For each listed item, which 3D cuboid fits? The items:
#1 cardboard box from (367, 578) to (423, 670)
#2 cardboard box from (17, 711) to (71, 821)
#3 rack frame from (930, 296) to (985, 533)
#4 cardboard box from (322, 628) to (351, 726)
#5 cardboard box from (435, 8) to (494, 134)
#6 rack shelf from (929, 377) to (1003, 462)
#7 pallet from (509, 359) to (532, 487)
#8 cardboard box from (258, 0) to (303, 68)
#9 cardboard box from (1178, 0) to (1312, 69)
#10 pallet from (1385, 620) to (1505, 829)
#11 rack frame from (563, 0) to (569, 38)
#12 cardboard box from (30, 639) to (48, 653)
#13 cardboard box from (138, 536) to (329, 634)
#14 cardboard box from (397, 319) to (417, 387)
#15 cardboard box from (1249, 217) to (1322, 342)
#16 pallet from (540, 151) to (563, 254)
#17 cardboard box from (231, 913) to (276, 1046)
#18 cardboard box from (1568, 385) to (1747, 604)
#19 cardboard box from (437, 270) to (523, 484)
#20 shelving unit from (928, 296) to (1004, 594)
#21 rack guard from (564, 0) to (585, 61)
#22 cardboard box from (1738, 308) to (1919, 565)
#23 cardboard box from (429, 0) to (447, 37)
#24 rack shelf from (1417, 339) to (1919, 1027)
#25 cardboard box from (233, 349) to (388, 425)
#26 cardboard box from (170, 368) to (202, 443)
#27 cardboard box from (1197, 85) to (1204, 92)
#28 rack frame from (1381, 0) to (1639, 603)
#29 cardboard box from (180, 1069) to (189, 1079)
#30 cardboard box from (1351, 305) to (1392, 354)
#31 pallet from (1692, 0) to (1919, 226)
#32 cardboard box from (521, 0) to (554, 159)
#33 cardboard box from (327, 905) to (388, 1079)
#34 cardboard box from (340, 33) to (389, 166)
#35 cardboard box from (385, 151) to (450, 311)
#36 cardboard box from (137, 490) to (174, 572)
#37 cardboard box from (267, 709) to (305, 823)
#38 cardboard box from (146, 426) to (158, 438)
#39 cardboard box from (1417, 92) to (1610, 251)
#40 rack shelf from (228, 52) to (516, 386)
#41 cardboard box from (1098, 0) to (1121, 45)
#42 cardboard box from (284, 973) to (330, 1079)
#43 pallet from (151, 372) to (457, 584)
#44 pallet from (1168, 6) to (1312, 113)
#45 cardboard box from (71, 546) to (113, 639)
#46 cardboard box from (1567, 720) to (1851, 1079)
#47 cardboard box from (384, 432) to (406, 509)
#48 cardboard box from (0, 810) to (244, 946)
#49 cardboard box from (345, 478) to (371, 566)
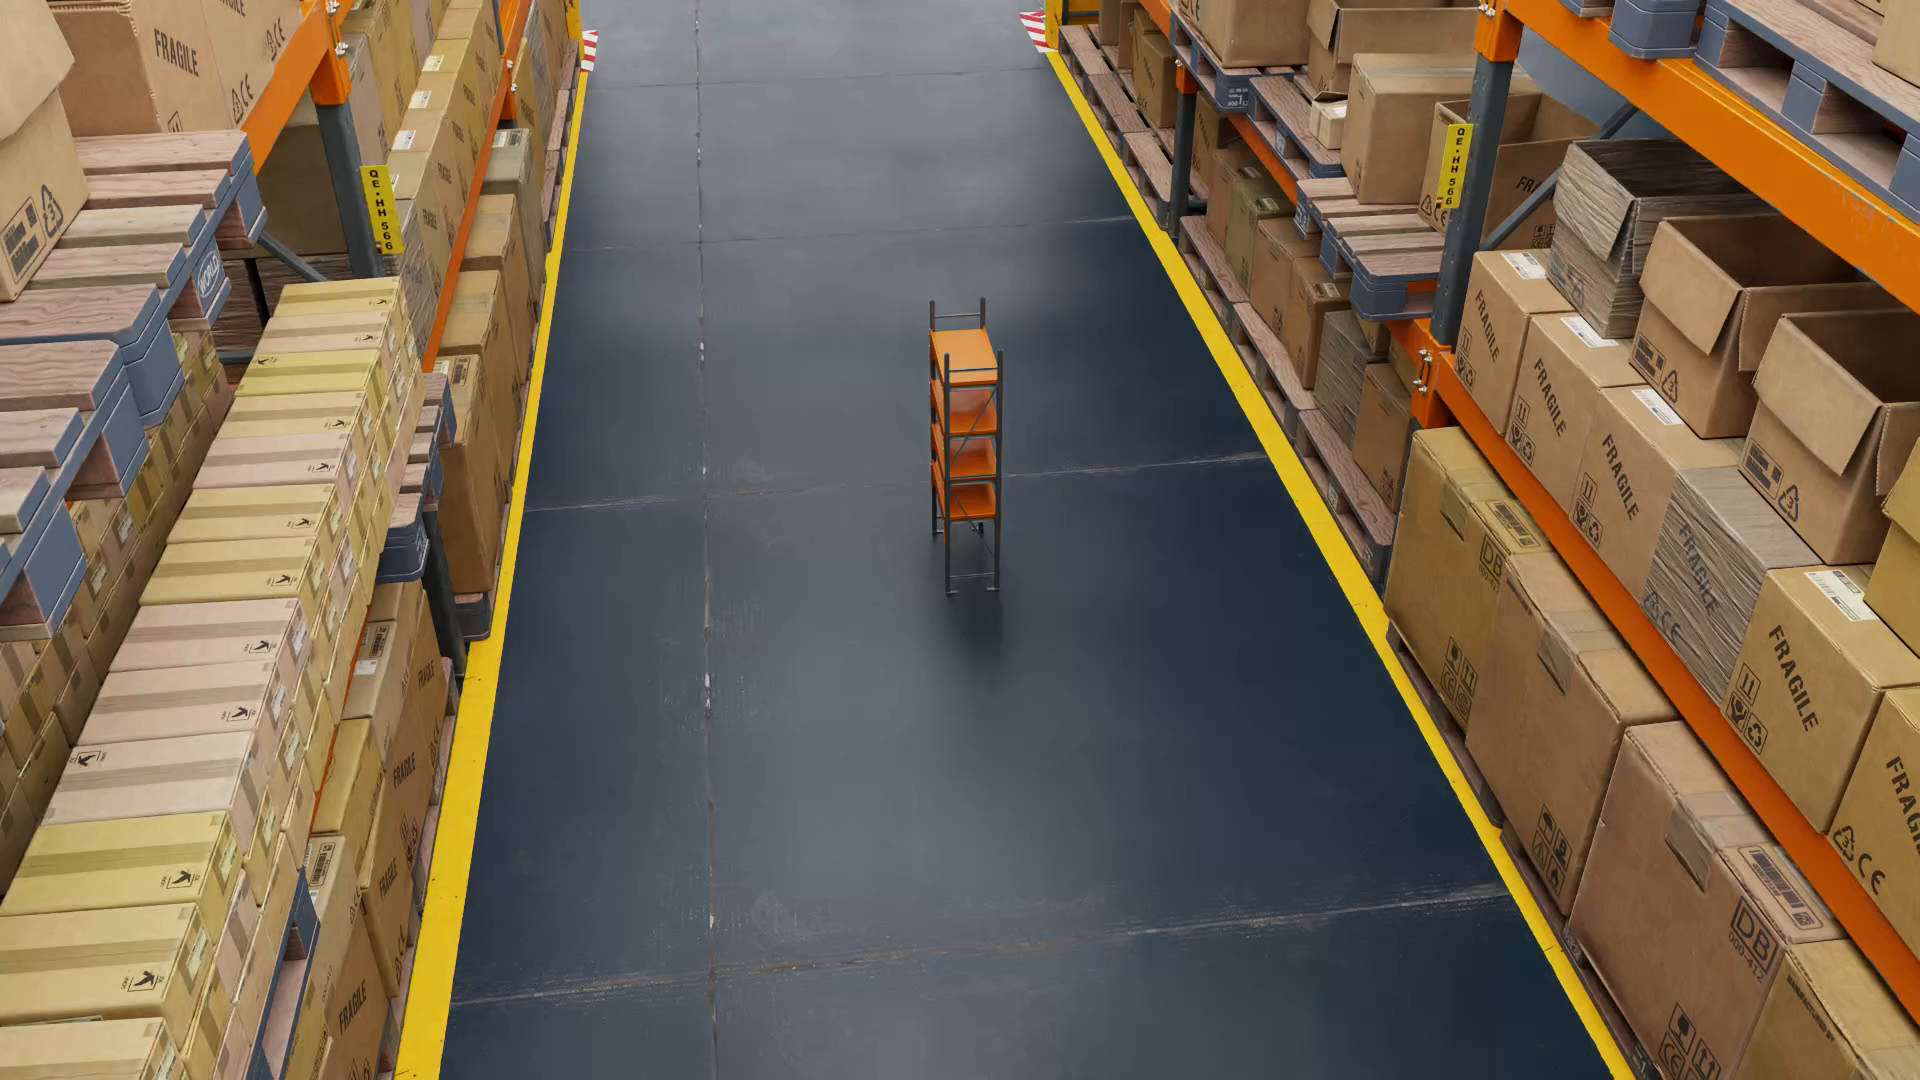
[{"bbox_3d":[-2.209,0.250,5.901,0.500,0.250,0.500,-5,35,-8],"label":"cardboard box"},{"bbox_3d":[-2.451,0.567,4.104,0.380,0.149,0.250,-3,34,-4],"label":"cardboard box"},{"bbox_3d":[-0.011,-0.540,7.476,0.240,1.200,0.015,-4,35,-6],"label":"rack frame"},{"bbox_3d":[-1.832,0.377,4.384,0.380,0.149,0.250,-6,35,-9],"label":"cardboard box"},{"bbox_3d":[-2.696,-2.382,8.493,0.500,0.500,0.500,-5,35,-7],"label":"cardboard box"},{"bbox_3d":[0.022,-0.533,7.188,0.258,0.148,0.480,-4,35,-6],"label":"rack shelf"},{"bbox_3d":[-2.753,-0.634,8.494,1.003,0.211,1.213,-4,35,-6],"label":"pallet"},{"bbox_3d":[-2.232,-1.643,4.745,0.500,0.500,0.500,-4,35,-6],"label":"cardboard box"},{"bbox_3d":[1.798,-3.181,8.848,1.000,1.000,1.000,-4,34,-6],"label":"cardboard box"},{"bbox_3d":[2.399,0.617,6.657,1.003,0.211,1.213,-4,35,-6],"label":"pallet"},{"bbox_3d":[-3.637,-5.126,12.608,1.000,3.000,0.127,-4,35,-6],"label":"rack frame"},{"bbox_3d":[-2.482,0.168,4.162,0.380,0.149,0.250,-5,35,-7],"label":"cardboard box"},{"bbox_3d":[-1.835,0.128,4.220,0.380,0.149,0.250,-3,34,-5],"label":"cardboard box"},{"bbox_3d":[-2.043,-0.613,5.572,0.380,0.149,0.250,-4,34,-5],"label":"cardboard box"},{"bbox_3d":[2.012,-1.438,9.026,0.700,0.500,0.500,-7,35,-10],"label":"cardboard box"},{"bbox_3d":[-3.123,-2.172,10.750,1.003,0.211,1.213,-4,35,-6],"label":"pallet"},{"bbox_3d":[-1.693,0.952,3.540,0.380,0.149,0.250,-4,34,-6],"label":"cardboard box"},{"bbox_3d":[2.308,-0.157,5.228,0.500,0.500,0.500,-5,35,-7],"label":"cardboard box"},{"bbox_3d":[-2.674,-0.740,7.797,1.050,0.750,0.750,-4,34,-6],"label":"cardboard box"},{"bbox_3d":[0.022,-0.403,7.277,0.258,1.200,0.503,-4,35,-6],"label":"shelving unit"},{"bbox_3d":[-3.640,-4.107,13.332,1.175,0.500,0.348,-4,35,-6],"label":"rack guard"},{"bbox_3d":[2.632,-0.290,4.532,0.797,0.503,0.637,-3,34,-5],"label":"cardboard box"},{"bbox_3d":[-2.955,-2.785,8.196,0.700,0.500,0.500,-5,35,-7],"label":"cardboard box"},{"bbox_3d":[2.637,0.432,5.091,1.077,0.370,4.000,-4,35,-6],"label":"rack shelf"},{"bbox_3d":[-1.974,-0.452,5.072,0.380,0.149,0.250,-3,34,-5],"label":"cardboard box"},{"bbox_3d":[-2.656,-0.418,5.286,0.380,0.149,0.250,-3,34,-4],"label":"cardboard box"},{"bbox_3d":[1.731,-2.899,11.187,0.500,0.500,0.500,6,35,9],"label":"cardboard box"},{"bbox_3d":[2.368,-0.981,6.526,1.000,3.000,0.127,-4,35,-6],"label":"rack frame"},{"bbox_3d":[-1.620,1.123,3.025,0.380,0.149,0.250,-4,34,-6],"label":"cardboard box"},{"bbox_3d":[2.167,-1.107,7.873,0.500,0.250,0.500,-1,34,-1],"label":"cardboard box"},{"bbox_3d":[2.660,-1.163,4.298,1.003,0.211,1.213,-3,34,-4],"label":"pallet"},{"bbox_3d":[-3.239,-3.048,11.073,0.875,0.875,0.875,-4,34,-6],"label":"cardboard box"},{"bbox_3d":[-2.016,1.411,4.863,0.500,0.500,0.500,-4,34,-6],"label":"cardboard box"},{"bbox_3d":[-2.681,-1.650,6.530,0.700,0.500,0.500,-5,35,-7],"label":"cardboard box"},{"bbox_3d":[-2.425,-1.258,6.843,0.500,0.500,0.500,-5,35,-7],"label":"cardboard box"},{"bbox_3d":[-2.590,-0.016,4.960,0.380,0.149,0.250,-3,34,-4],"label":"cardboard box"},{"bbox_3d":[-1.766,0.539,3.881,0.380,0.149,0.250,-3,34,-4],"label":"cardboard box"},{"bbox_3d":[-2.623,-0.418,5.021,0.380,0.149,0.250,-5,35,-7],"label":"cardboard box"},{"bbox_3d":[2.256,-1.494,6.817,0.500,0.500,0.500,-9,35,-12],"label":"cardboard box"},{"bbox_3d":[-2.830,-1.481,7.898,1.077,0.370,4.000,-4,35,-6],"label":"rack shelf"},{"bbox_3d":[1.359,-4.236,13.149,0.500,0.500,0.500,2,34,2],"label":"cardboard box"},{"bbox_3d":[-1.934,1.391,4.227,0.500,0.250,0.500,-3,34,-5],"label":"cardboard box"},{"bbox_3d":[-2.359,-0.193,5.540,1.213,0.211,1.003,-4,35,-6],"label":"pallet"},{"bbox_3d":[1.788,-2.696,9.213,1.003,0.211,1.213,-4,35,-6],"label":"pallet"},{"bbox_3d":[-2.520,0.149,4.454,0.380,0.149,0.250,-5,35,-7],"label":"cardboard box"},{"bbox_3d":[2.679,1.101,4.984,1.225,0.875,0.875,-6,35,-8],"label":"cardboard box"},{"bbox_3d":[-1.972,-0.209,5.243,0.380,0.149,0.250,-4,34,-6],"label":"cardboard box"},{"bbox_3d":[-1.695,0.702,3.379,0.380,0.149,0.250,-4,34,-6],"label":"cardboard box"},{"bbox_3d":[-1.903,-0.039,4.730,0.380,0.149,0.250,-5,35,-7],"label":"cardboard box"}]
